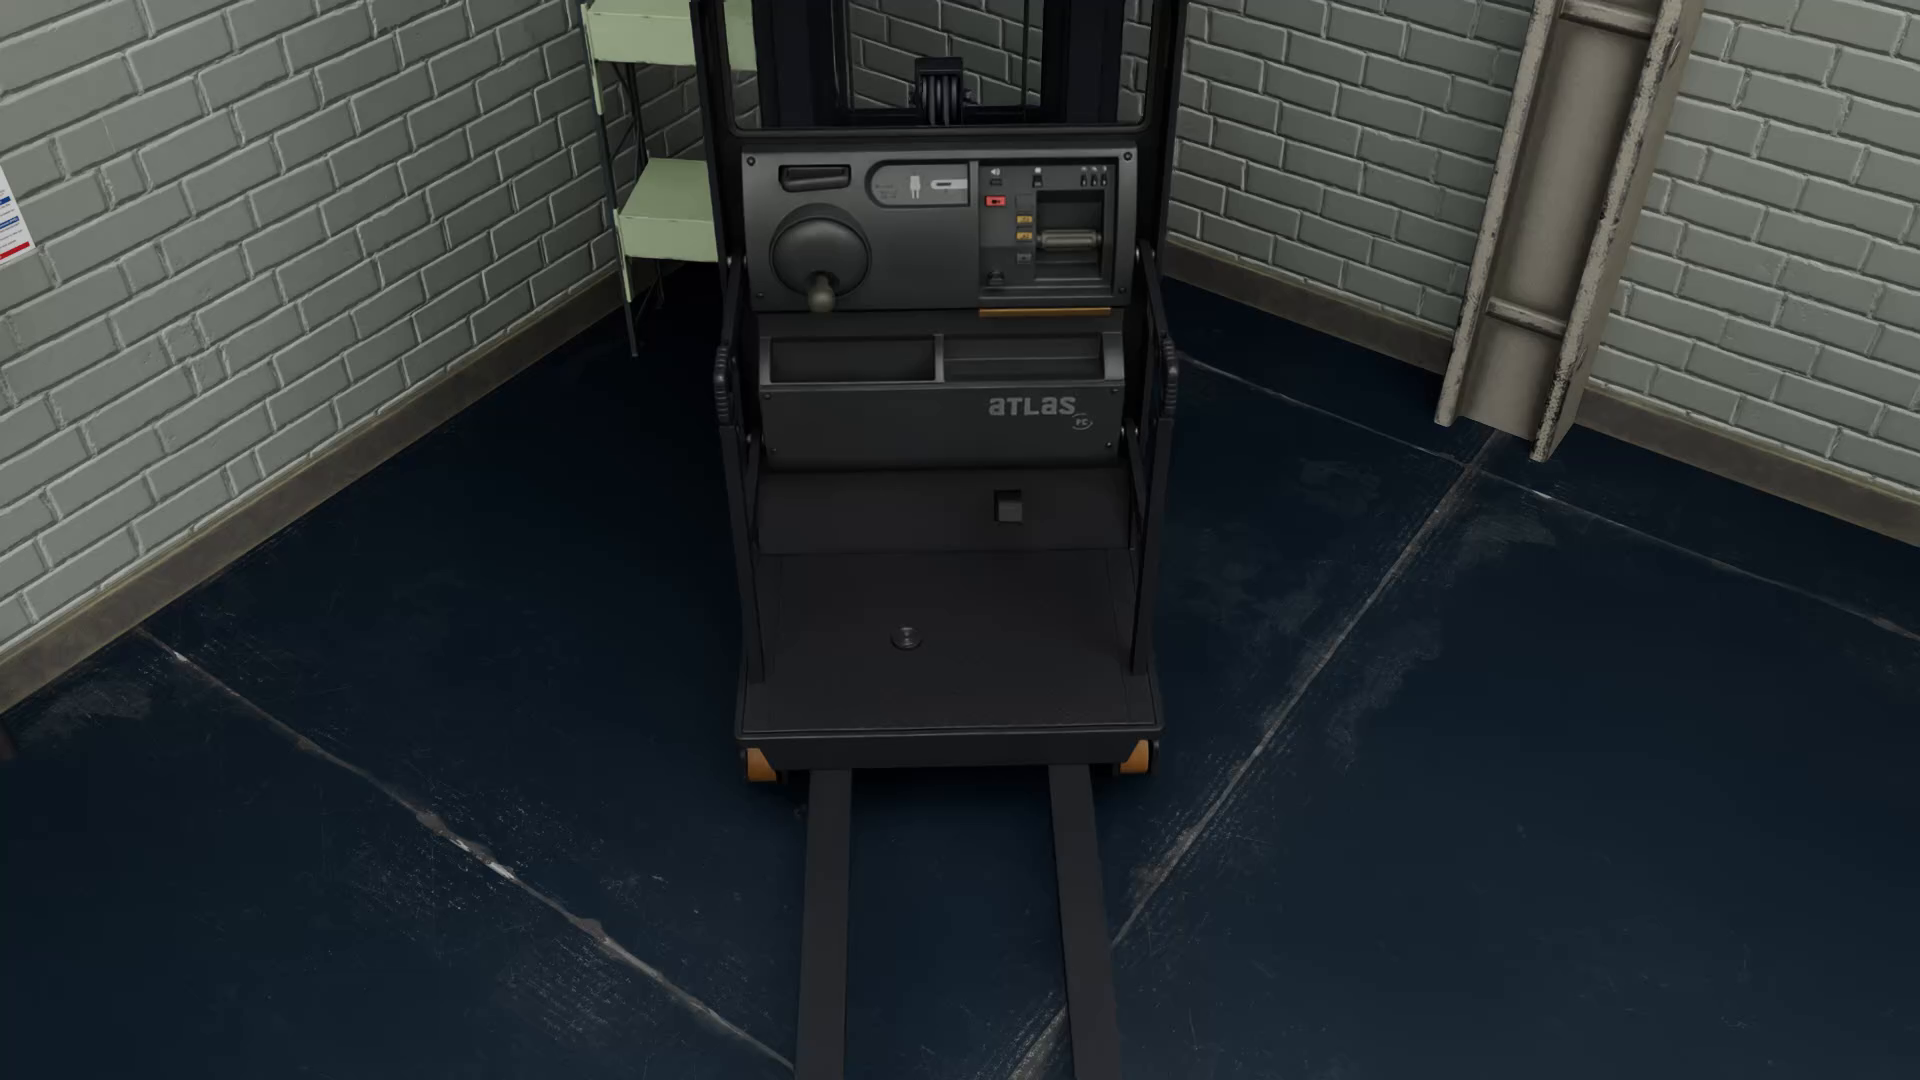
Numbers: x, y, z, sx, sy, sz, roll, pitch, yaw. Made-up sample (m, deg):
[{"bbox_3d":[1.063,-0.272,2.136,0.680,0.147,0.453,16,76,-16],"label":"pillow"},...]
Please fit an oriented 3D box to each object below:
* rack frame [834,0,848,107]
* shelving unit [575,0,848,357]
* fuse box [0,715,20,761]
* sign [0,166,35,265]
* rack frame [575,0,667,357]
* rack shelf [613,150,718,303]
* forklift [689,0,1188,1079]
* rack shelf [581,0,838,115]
[{"bbox_3d":[-0.418,-1.287,5.564,0.023,1.500,0.400,5,42,5],"label":"rack frame"},{"bbox_3d":[-0.781,-1.318,5.599,0.755,1.500,0.431,5,42,5],"label":"shelving unit"},{"bbox_3d":[-2.589,-0.054,4.027,0.414,1.711,0.539,25,48,25],"label":"fuse box"},{"bbox_3d":[-2.475,-0.847,4.019,0.001,0.494,0.329,25,48,25],"label":"sign"},{"bbox_3d":[-1.144,-1.349,5.633,0.023,1.500,0.400,5,42,5],"label":"rack frame"},{"bbox_3d":[-0.781,-1.075,5.816,0.720,0.370,0.431,5,42,5],"label":"rack shelf"},{"bbox_3d":[-0.039,-0.656,3.785,1.130,2.935,3.031,-1,42,-1],"label":"forklift"},{"bbox_3d":[-0.781,-1.609,5.338,0.720,0.370,0.431,5,42,5],"label":"rack shelf"}]
